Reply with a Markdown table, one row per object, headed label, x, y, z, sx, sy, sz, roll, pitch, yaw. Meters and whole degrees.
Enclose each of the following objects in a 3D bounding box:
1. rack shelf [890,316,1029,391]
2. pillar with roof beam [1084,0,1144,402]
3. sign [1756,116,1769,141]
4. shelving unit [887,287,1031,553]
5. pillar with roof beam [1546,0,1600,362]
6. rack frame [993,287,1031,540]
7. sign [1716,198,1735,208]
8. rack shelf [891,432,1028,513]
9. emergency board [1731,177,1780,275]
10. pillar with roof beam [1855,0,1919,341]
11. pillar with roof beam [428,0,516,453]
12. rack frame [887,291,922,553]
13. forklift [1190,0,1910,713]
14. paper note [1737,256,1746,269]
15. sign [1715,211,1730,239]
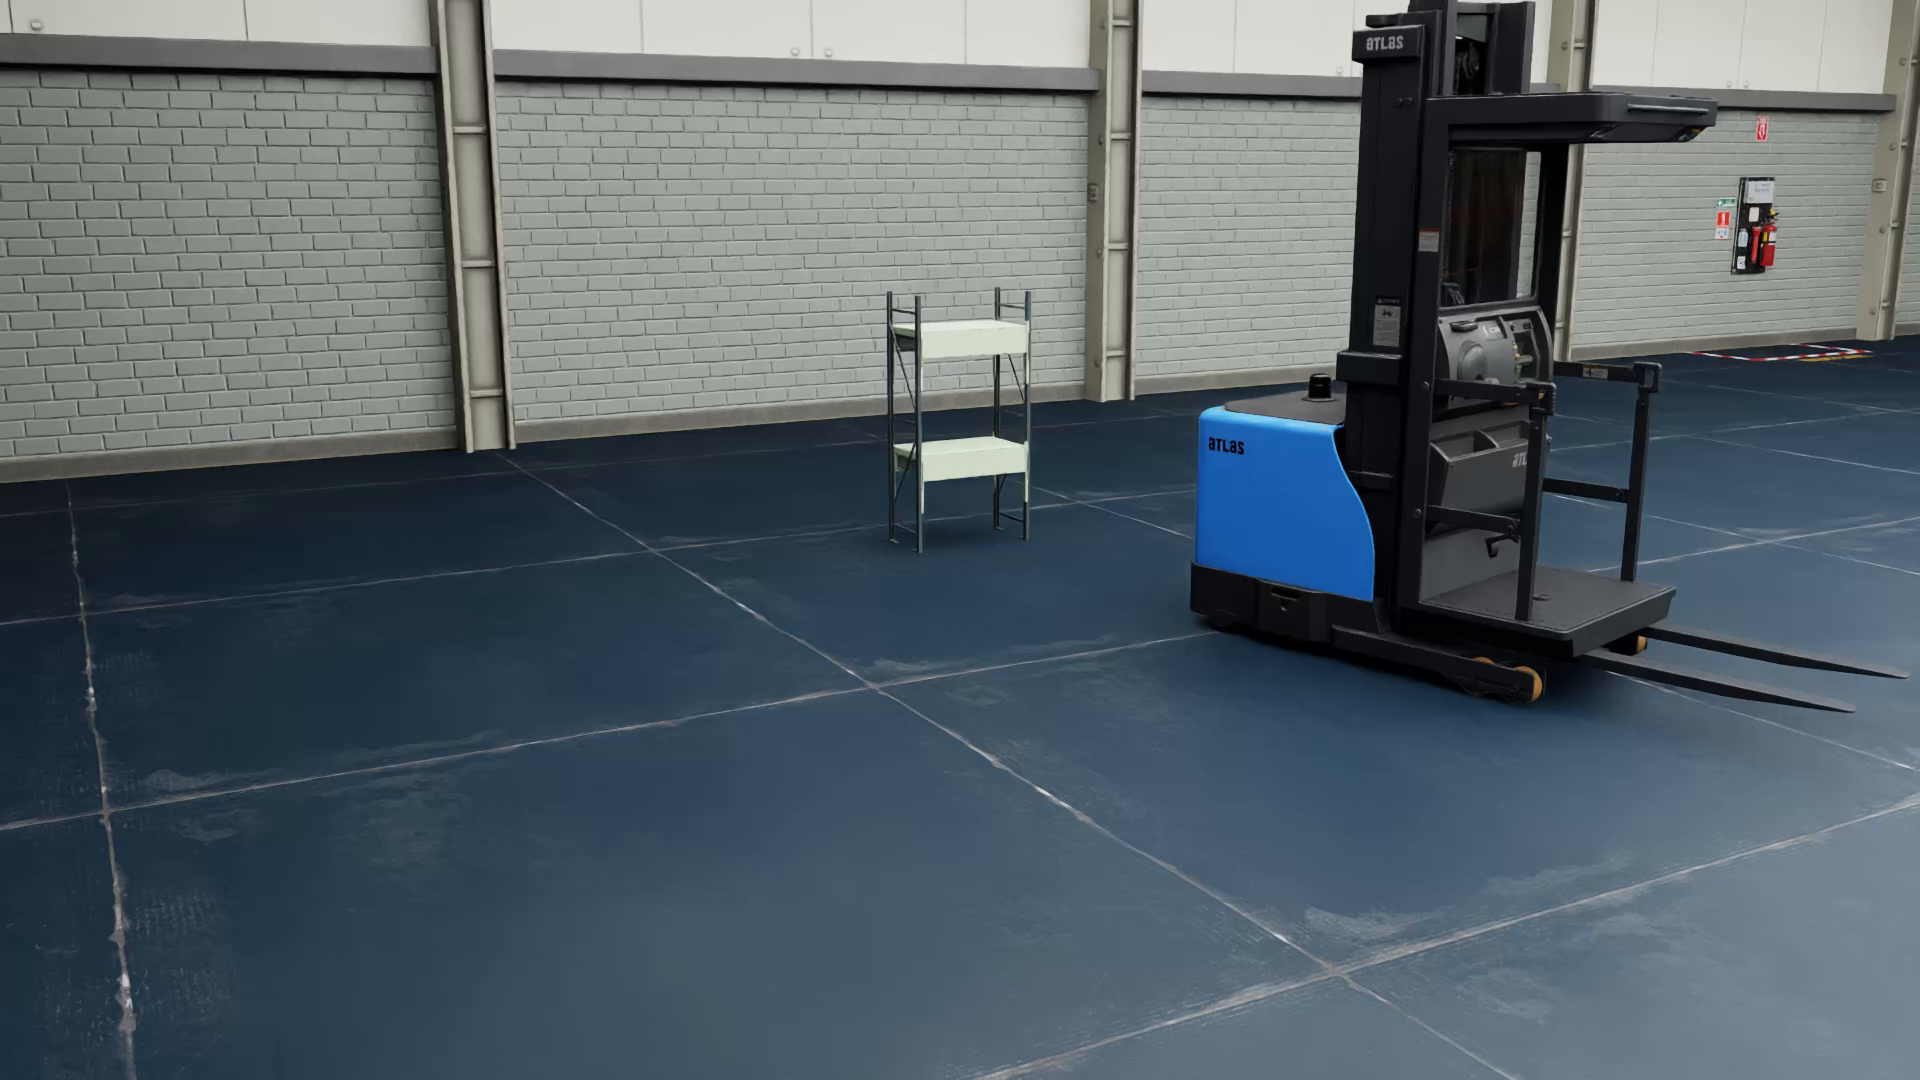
| label | x | y | z | sx | sy | sz | roll | pitch | yaw |
| --- | --- | --- | --- | --- | --- | --- | --- | --- | --- |
| rack shelf | -0.006 | -1.112 | 9.856 | 0.720 | 0.370 | 0.431 | -7 | 14 | -28 |
| pillar with roof beam | 3.516 | -4.934 | 11.537 | 0.400 | 9.000 | 9.100 | -7 | 14 | -28 |
| sign | 9.744 | -4.996 | 20.196 | 0.199 | 0.298 | 0.001 | -7 | 14 | -28 |
| shelving unit | -0.006 | -0.731 | 9.941 | 0.755 | 1.500 | 0.431 | -7 | 14 | -28 |
| pillar with roof beam | 8.783 | -5.565 | 14.341 | 0.400 | 9.000 | 9.100 | -7 | 14 | -28 |
| rack frame | 0.315 | -0.769 | 10.112 | 0.023 | 1.500 | 0.400 | -7 | 14 | -28 |
| sign | 9.272 | -4.083 | 20.131 | 0.331 | 0.109 | 0.001 | -7 | 14 | -28 |
| rack shelf | -0.006 | -0.413 | 10.013 | 0.720 | 0.370 | 0.431 | -7 | 14 | -28 |
| emergency board | 9.799 | -3.846 | 20.369 | 0.643 | 1.169 | 0.194 | -7 | 14 | -28 |
| pillar with roof beam | 14.049 | -6.196 | 17.146 | 0.400 | 9.000 | 9.100 | -7 | 14 | -28 |
| pillar with roof beam | -1.750 | -4.303 | 8.732 | 0.400 | 9.000 | 9.100 | -7 | 14 | -28 |
| rack frame | -0.327 | -0.692 | 9.770 | 0.023 | 1.500 | 0.400 | -7 | 14 | -28 |
| forklift | 2.529 | -0.858 | 7.247 | 1.130 | 2.935 | 3.031 | -12 | 17 | -43 |
| paper note | 9.610 | -3.411 | 20.442 | 0.142 | 0.148 | 0.016 | -7 | 14 | -28 |
| sign | 9.264 | -3.826 | 20.194 | 0.234 | 0.329 | 0.001 | -7 | 14 | -28 |
